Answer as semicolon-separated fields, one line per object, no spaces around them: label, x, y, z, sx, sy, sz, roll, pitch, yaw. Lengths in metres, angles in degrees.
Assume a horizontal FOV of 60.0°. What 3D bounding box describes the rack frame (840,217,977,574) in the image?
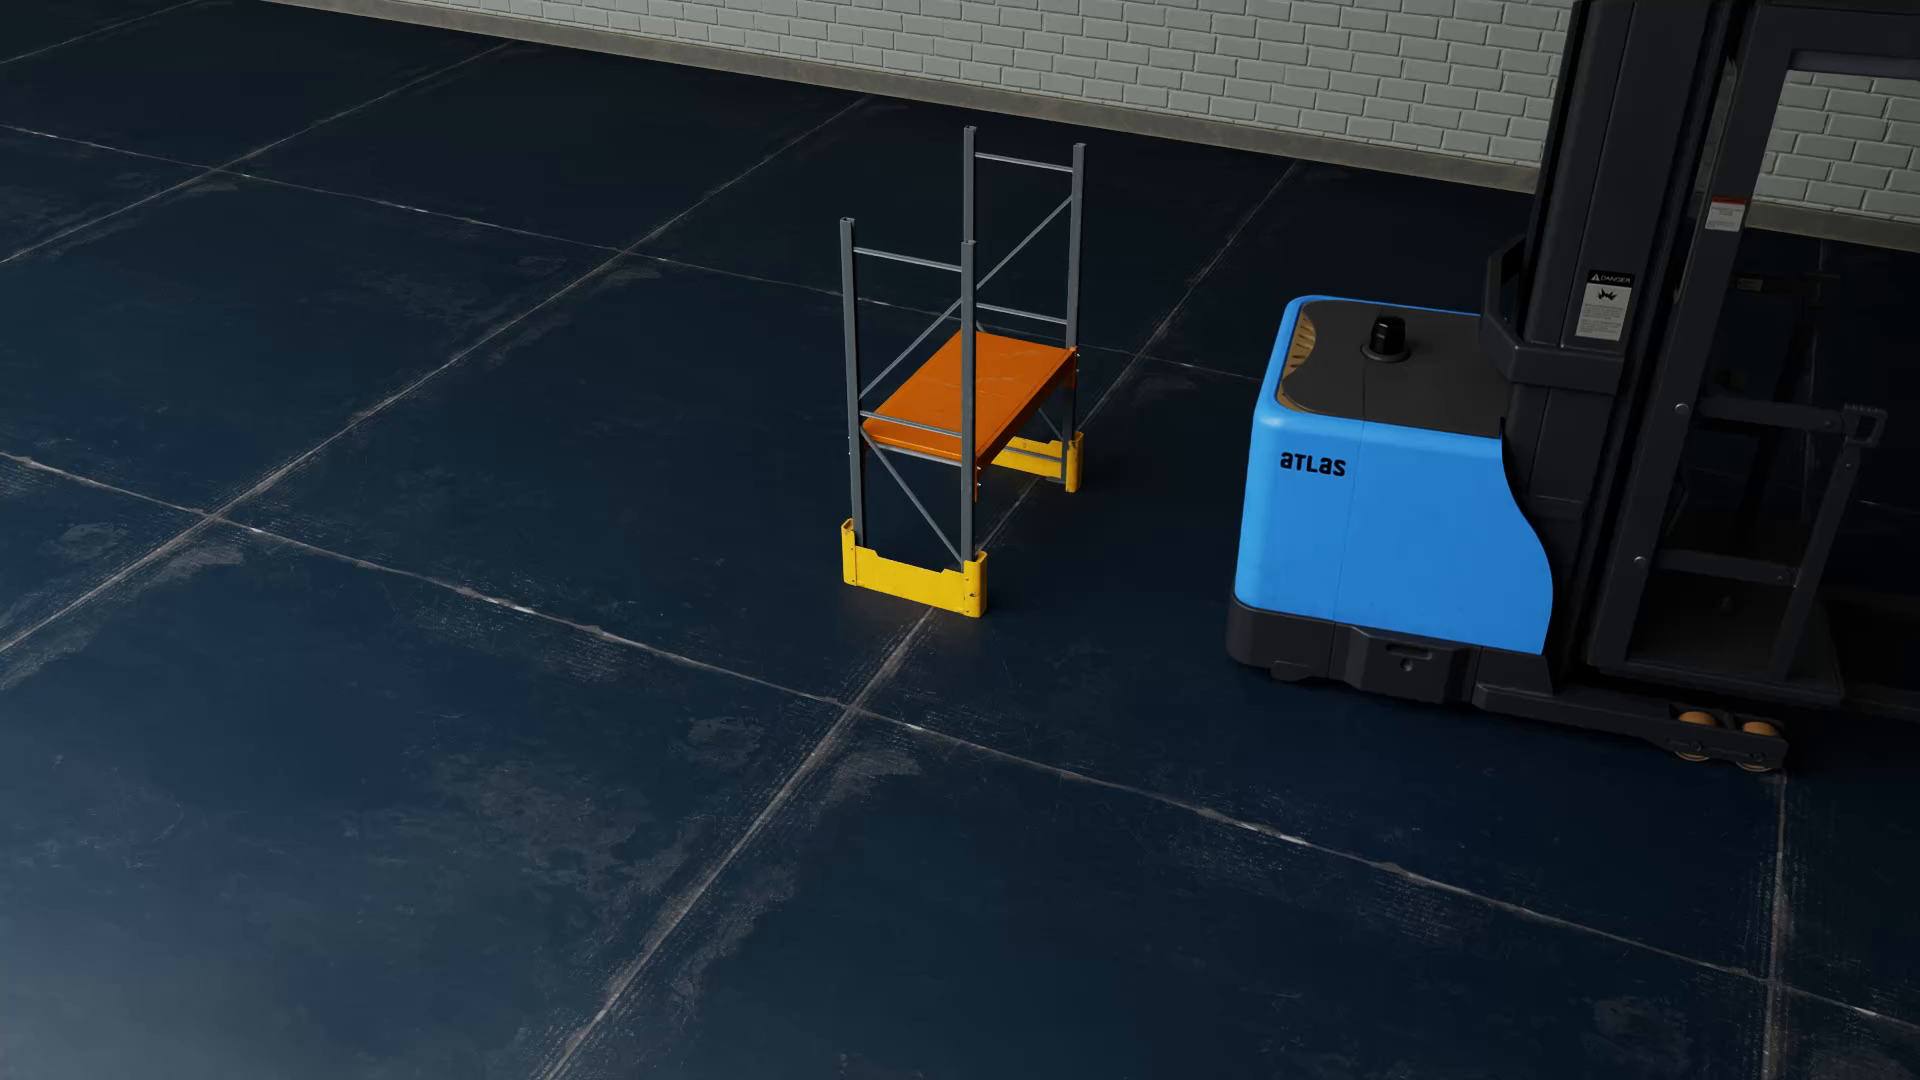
rack frame;-0.177;-0.417;6.017;0.500;1.500;0.032;14;36;20

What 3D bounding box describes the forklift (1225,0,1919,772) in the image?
forklift;2.535;-0.776;5.261;3.031;2.935;1.130;9;34;14

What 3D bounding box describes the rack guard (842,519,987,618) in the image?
rack guard;-0.176;0.106;6.361;0.587;0.250;0.087;14;36;20

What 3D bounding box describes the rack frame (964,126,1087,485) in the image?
rack frame;0.248;-0.923;6.790;0.500;1.500;0.032;14;36;20

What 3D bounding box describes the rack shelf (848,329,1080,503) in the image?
rack shelf;0.036;-0.519;6.502;0.538;0.185;1.000;14;36;20

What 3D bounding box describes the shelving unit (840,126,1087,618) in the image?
shelving unit;0.032;-0.665;6.397;0.587;1.500;1.083;14;36;20

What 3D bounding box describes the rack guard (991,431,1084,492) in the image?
rack guard;0.240;-0.391;7.118;0.587;0.250;0.087;14;36;20
